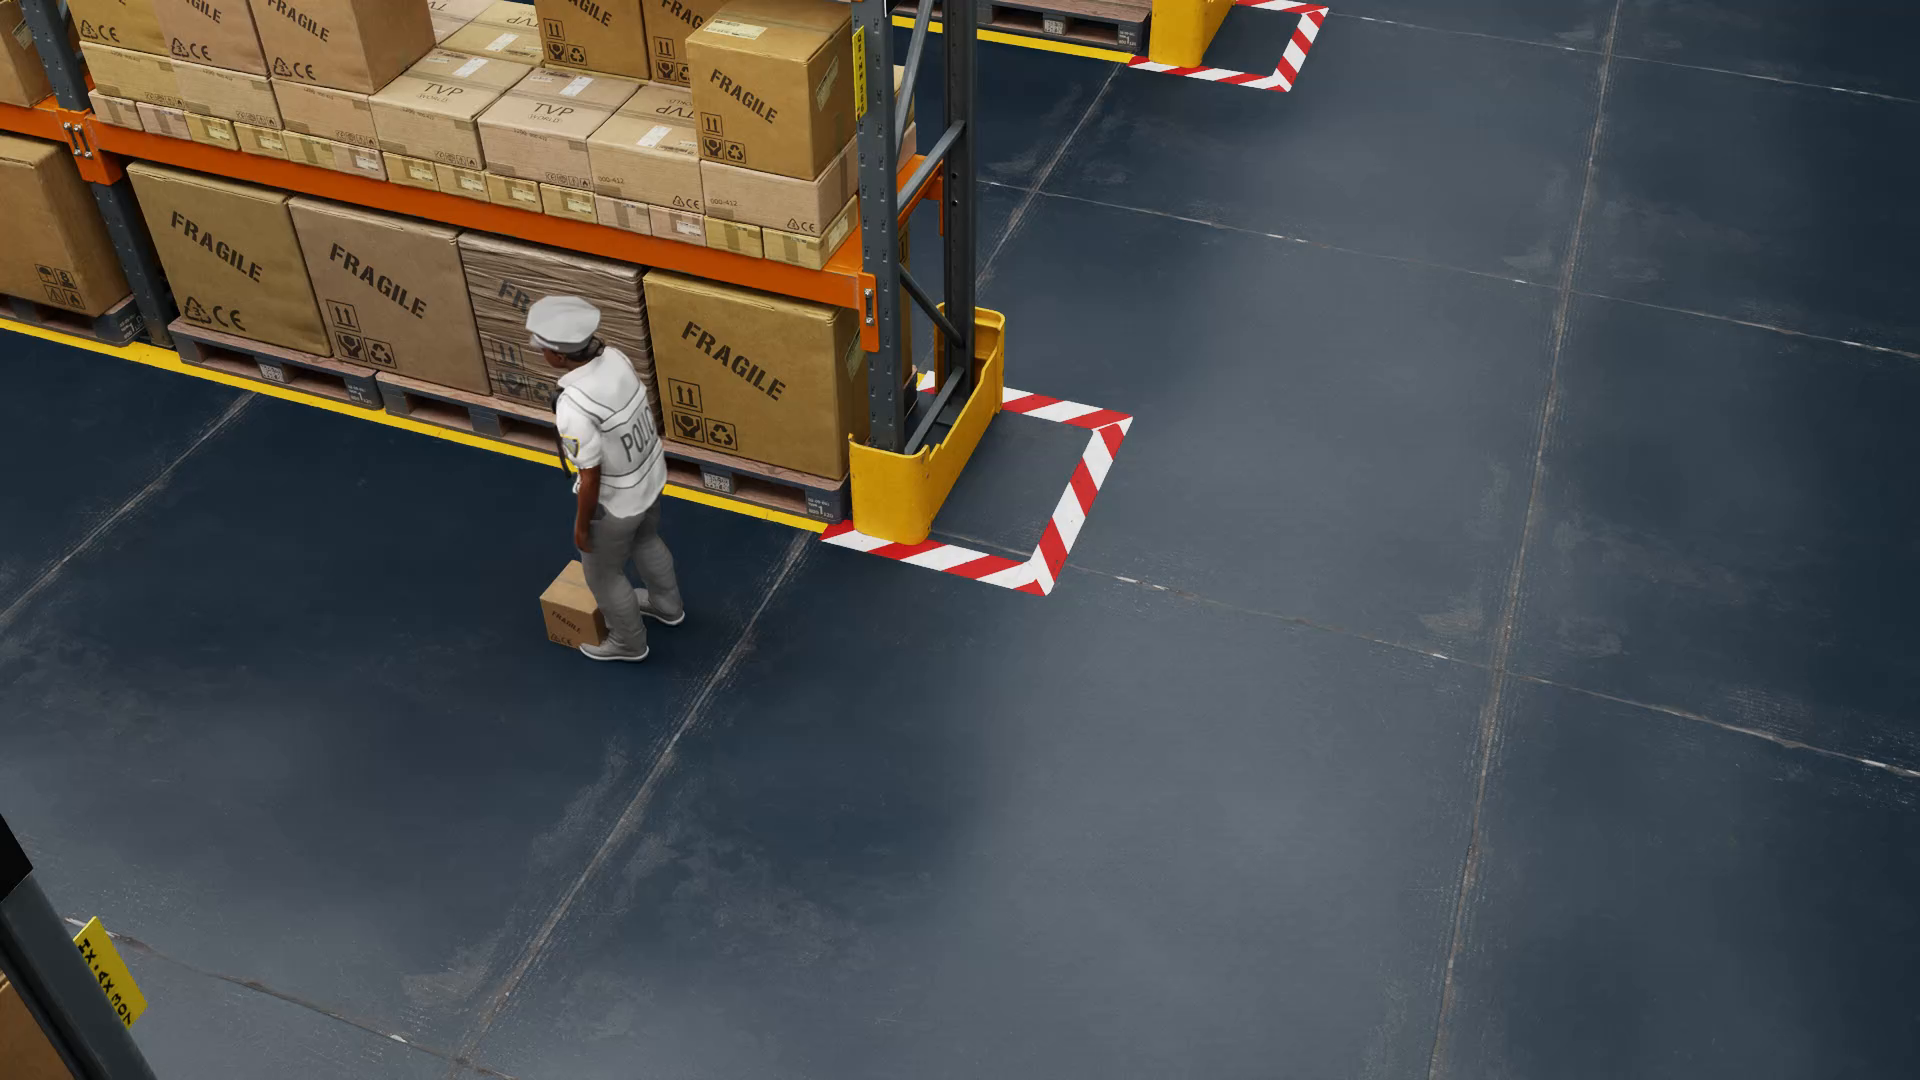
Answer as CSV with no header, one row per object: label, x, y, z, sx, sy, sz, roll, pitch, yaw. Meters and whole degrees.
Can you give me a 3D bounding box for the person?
person,-1.342,-0.200,6.380,0.422,1.663,0.532,11,43,13
